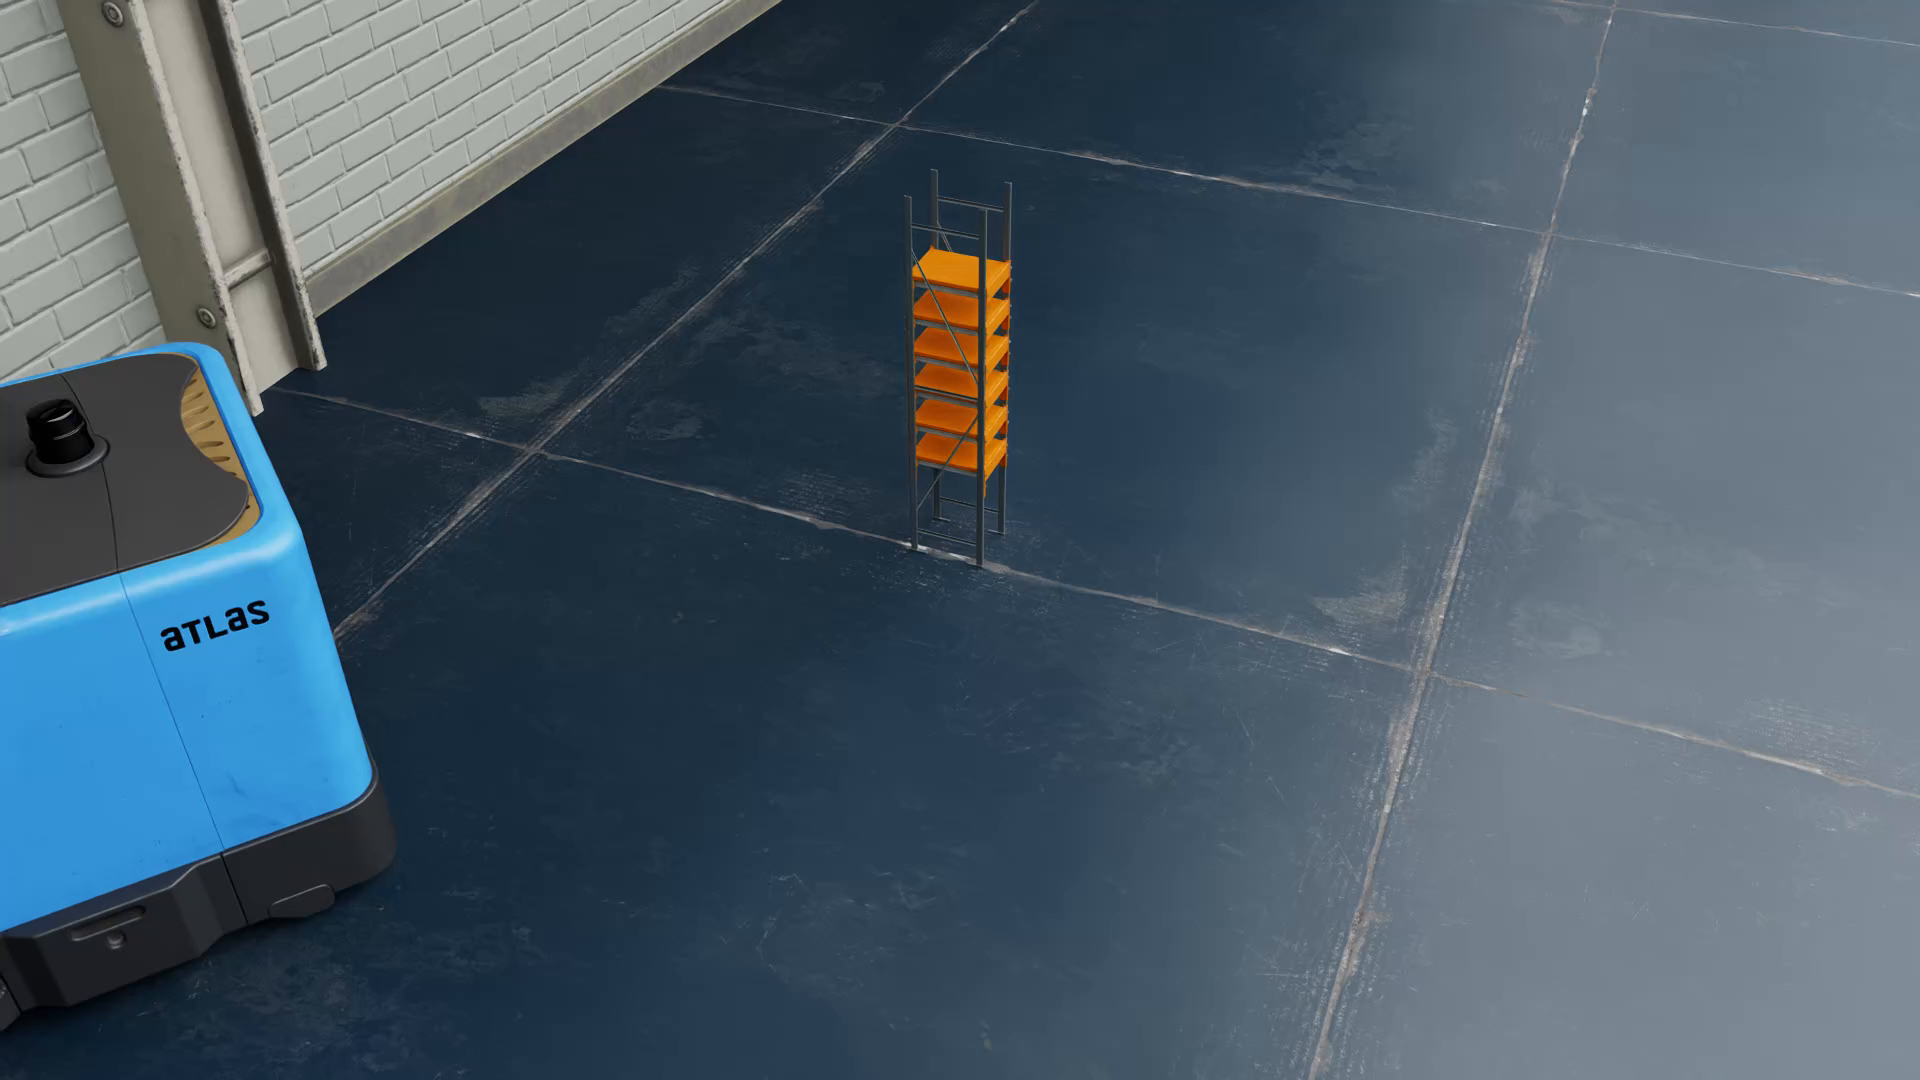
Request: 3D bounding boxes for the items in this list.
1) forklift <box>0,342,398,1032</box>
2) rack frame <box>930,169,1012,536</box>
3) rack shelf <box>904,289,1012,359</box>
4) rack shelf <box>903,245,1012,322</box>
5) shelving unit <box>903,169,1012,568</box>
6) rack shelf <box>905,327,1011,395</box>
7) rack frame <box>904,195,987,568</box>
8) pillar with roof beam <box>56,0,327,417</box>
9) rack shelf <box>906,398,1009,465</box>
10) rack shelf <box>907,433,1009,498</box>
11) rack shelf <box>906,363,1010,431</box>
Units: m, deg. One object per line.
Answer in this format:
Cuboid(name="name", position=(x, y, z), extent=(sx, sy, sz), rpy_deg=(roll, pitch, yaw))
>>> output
Cuboid(name="forklift", position=(-2.920, -0.135, 2.982), extent=(3.031, 2.935, 1.130), rpy_deg=(-19, 41, -24))
Cuboid(name="rack frame", position=(0.029, -0.523, 4.948), extent=(0.240, 1.200, 0.006), rpy_deg=(14, 39, 18))
Cuboid(name="rack shelf", position=(-0.005, -0.629, 4.763), extent=(0.258, 0.103, 0.180), rpy_deg=(14, 39, 18))
Cuboid(name="rack shelf", position=(-0.005, -0.725, 4.691), extent=(0.258, 0.103, 0.180), rpy_deg=(14, 39, 18))
Cuboid(name="shelving unit", position=(-0.005, -0.473, 4.880), extent=(0.258, 1.200, 0.189), rpy_deg=(14, 39, 18))
Cuboid(name="rack shelf", position=(-0.005, -0.533, 4.835), extent=(0.258, 0.103, 0.180), rpy_deg=(14, 39, 18))
Cuboid(name="rack frame", position=(-0.040, -0.422, 4.812), extent=(0.240, 1.200, 0.006), rpy_deg=(14, 39, 18))
Cuboid(name="pillar with roof beam", position=(1.440, -3.198, 2.012), extent=(9.100, 9.000, 0.400), rpy_deg=(14, 39, 18))
Cuboid(name="rack shelf", position=(-0.005, -0.341, 4.979), extent=(0.258, 0.103, 0.180), rpy_deg=(14, 39, 18))
Cuboid(name="rack shelf", position=(-0.005, -0.245, 5.050), extent=(0.258, 0.103, 0.180), rpy_deg=(14, 39, 18))
Cuboid(name="rack shelf", position=(-0.005, -0.437, 4.907), extent=(0.258, 0.103, 0.180), rpy_deg=(14, 39, 18))
